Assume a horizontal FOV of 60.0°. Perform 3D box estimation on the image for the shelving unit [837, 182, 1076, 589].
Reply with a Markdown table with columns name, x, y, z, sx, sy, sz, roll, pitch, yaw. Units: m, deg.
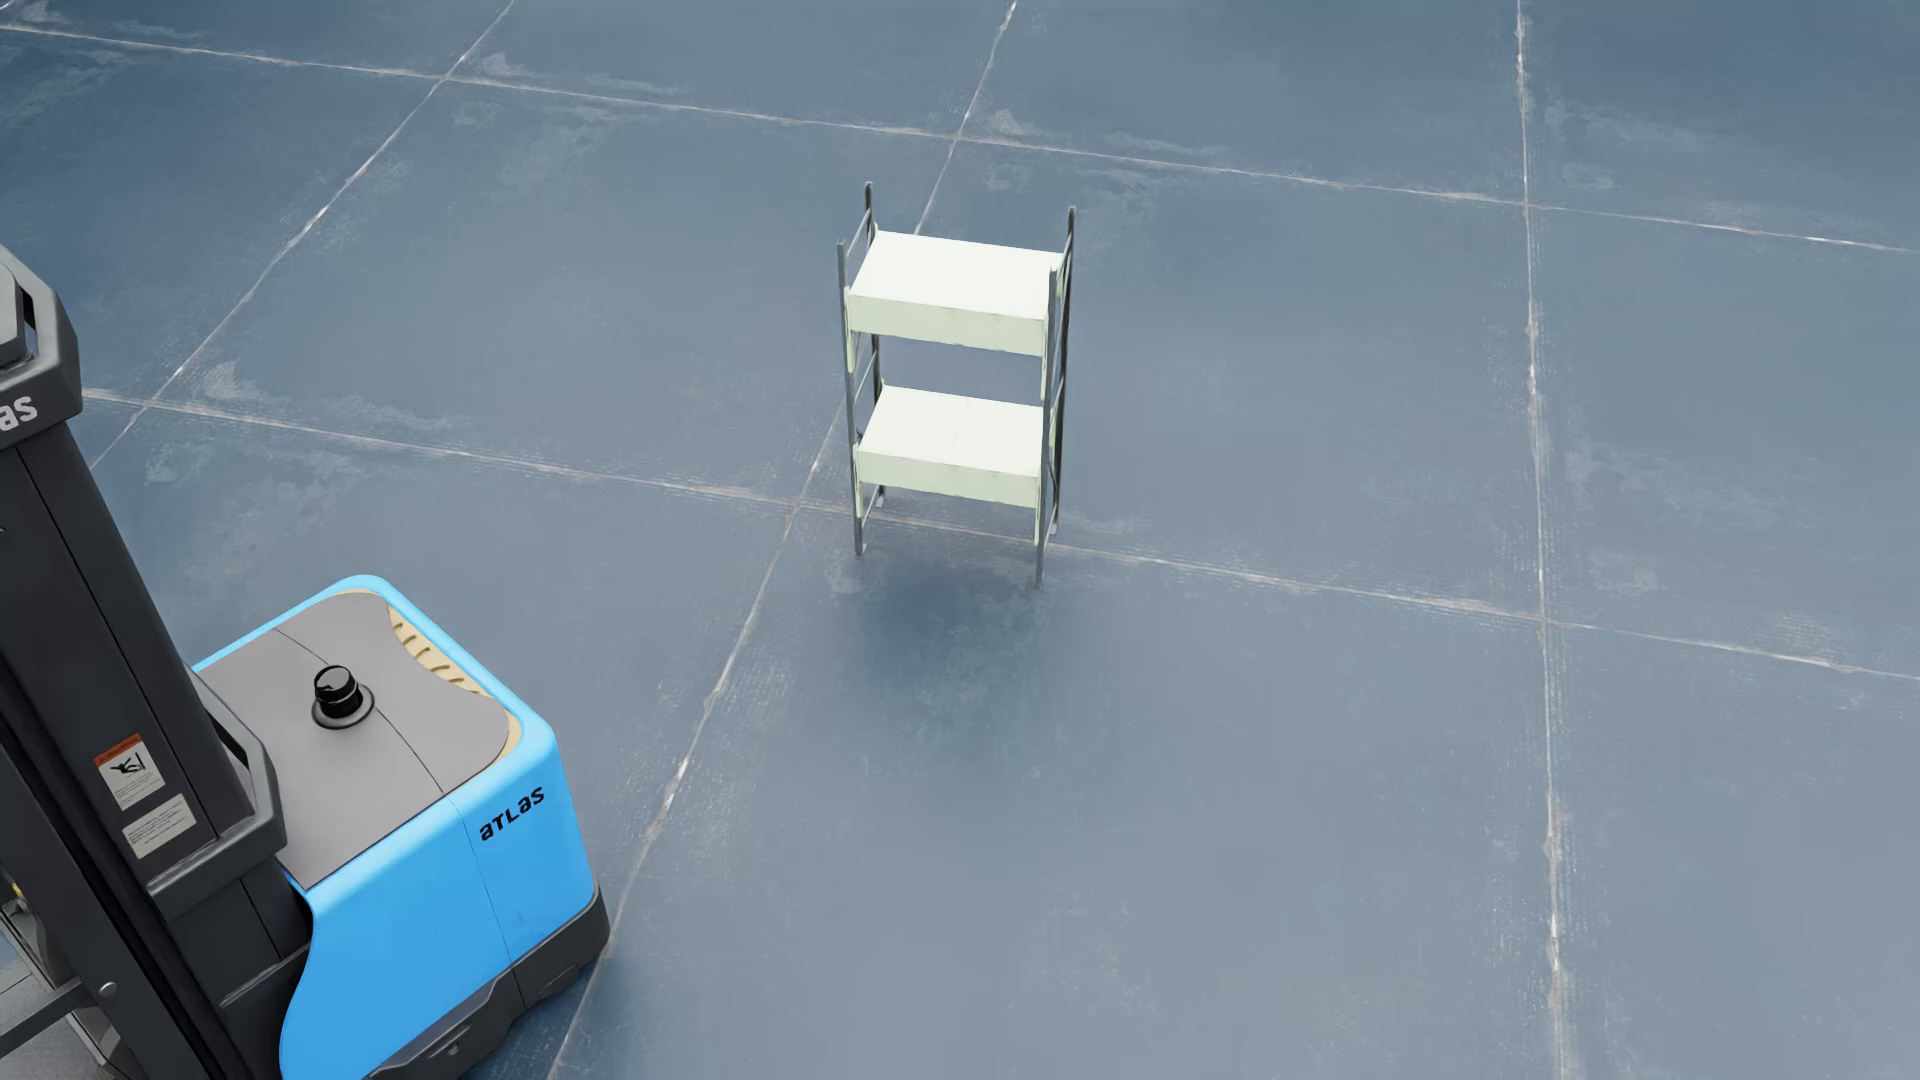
| name | x | y | z | sx | sy | sz | roll | pitch | yaw |
| --- | --- | --- | --- | --- | --- | --- | --- | --- | --- |
| shelving unit | -0.007 | -0.541 | 6.231 | 0.755 | 1.500 | 0.431 | 9 | 45 | 9 |

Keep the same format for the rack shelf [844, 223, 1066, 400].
| name | x | y | z | sx | sy | sz | roll | pitch | yaw |
| --- | --- | --- | --- | --- | --- | --- | --- | --- | --- |
| rack shelf | -0.007 | -0.823 | 5.960 | 0.720 | 0.370 | 0.431 | 9 | 45 | 9 |

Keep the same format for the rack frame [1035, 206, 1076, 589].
| name | x | y | z | sx | sy | sz | roll | pitch | yaw |
| --- | --- | --- | --- | --- | --- | --- | --- | --- | --- |
| rack frame | 0.351 | -0.486 | 6.173 | 0.023 | 1.500 | 0.400 | 9 | 45 | 9 |

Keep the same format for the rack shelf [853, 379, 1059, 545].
| name | x | y | z | sx | sy | sz | roll | pitch | yaw |
| --- | --- | --- | --- | --- | --- | --- | --- | --- | --- |
| rack shelf | -0.007 | -0.306 | 6.457 | 0.720 | 0.370 | 0.431 | 9 | 45 | 9 |

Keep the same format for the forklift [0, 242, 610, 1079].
| name | x | y | z | sx | sy | sz | roll | pitch | yaw |
| --- | --- | --- | --- | --- | --- | --- | --- | --- | --- |
| forklift | -2.502 | 0.768 | 3.838 | 1.130 | 2.935 | 3.031 | 33 | 53 | 30 |

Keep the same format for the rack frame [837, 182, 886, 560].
| name | x | y | z | sx | sy | sz | roll | pitch | yaw |
| --- | --- | --- | --- | --- | --- | --- | --- | --- | --- |
| rack frame | -0.364 | -0.597 | 6.289 | 0.023 | 1.500 | 0.400 | 9 | 45 | 9 |
